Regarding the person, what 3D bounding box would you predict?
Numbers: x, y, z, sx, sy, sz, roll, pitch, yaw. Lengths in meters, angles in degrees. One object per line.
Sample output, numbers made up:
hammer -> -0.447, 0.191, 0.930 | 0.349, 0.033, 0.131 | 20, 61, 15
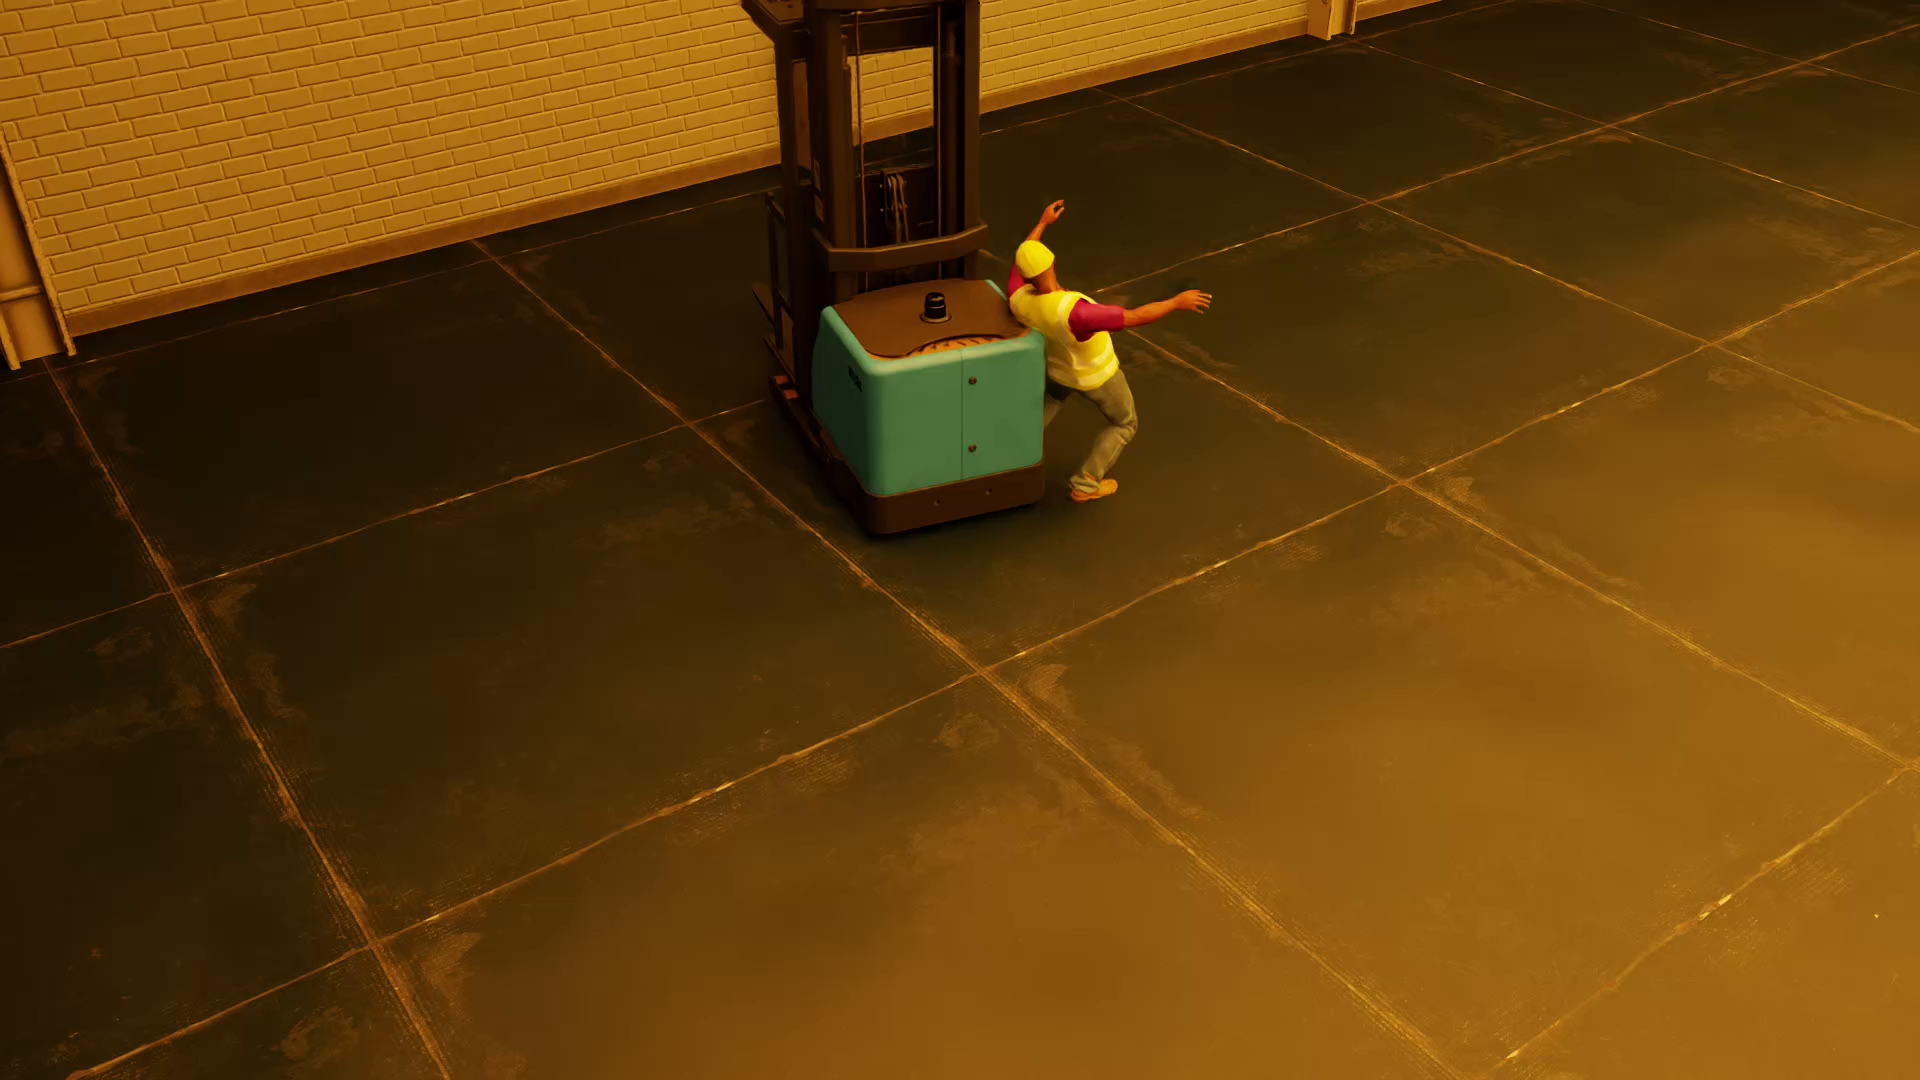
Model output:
person -> 0.678, -0.908, 9.050 | 1.120, 1.582, 0.734 | 28, 43, 35

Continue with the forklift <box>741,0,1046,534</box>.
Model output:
forklift -> -0.543, -2.058, 9.493 | 1.130, 2.935, 3.031 | -12, 36, -18
